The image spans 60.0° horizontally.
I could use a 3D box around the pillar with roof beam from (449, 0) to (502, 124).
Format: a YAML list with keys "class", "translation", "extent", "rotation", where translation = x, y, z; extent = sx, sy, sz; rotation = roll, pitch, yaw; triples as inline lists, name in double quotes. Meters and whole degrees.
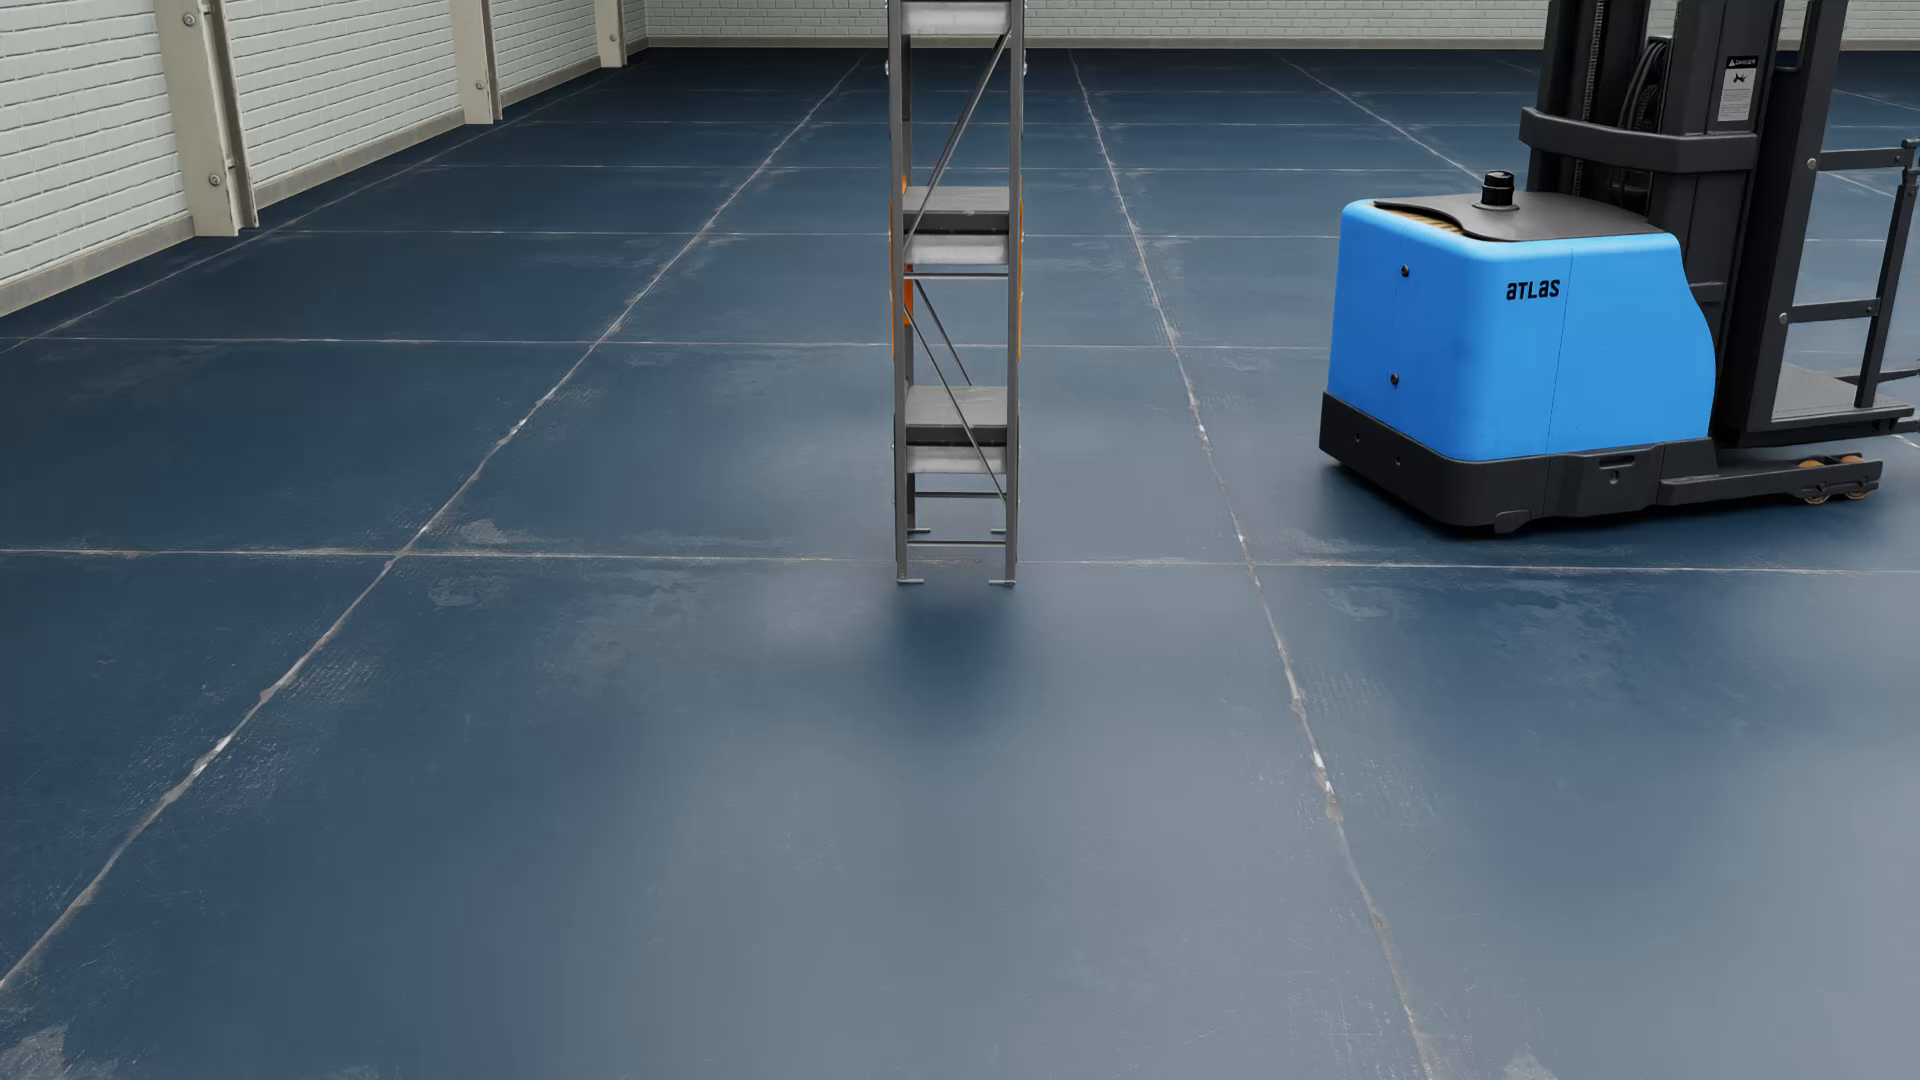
- class: "pillar with roof beam"
  translation: [-0.630, -8.472, 15.423]
  extent: [9.100, 9.000, 0.400]
  rotation: [1, 21, 2]

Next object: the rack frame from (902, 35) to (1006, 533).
- class: "rack frame"
  translation: [0.002, -1.007, 5.722]
  extent: [0.400, 2.100, 0.015]
  rotation: [1, 21, 2]

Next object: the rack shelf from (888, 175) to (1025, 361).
- class: "rack shelf"
  translation: [-0.005, -0.906, 5.500]
  extent: [0.431, 0.518, 0.480]
  rotation: [1, 21, 2]

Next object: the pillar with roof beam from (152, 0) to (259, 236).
- class: "pillar with roof beam"
  translation: [-0.812, -6.302, 9.832]
  extent: [9.100, 9.000, 0.400]
  rotation: [1, 21, 2]

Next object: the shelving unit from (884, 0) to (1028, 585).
- class: "shelving unit"
  translation: [-0.005, -0.919, 5.495]
  extent: [0.431, 2.100, 0.503]
  rotation: [1, 21, 2]

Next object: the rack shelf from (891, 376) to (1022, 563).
- class: "rack shelf"
  translation: [-0.005, -0.254, 5.753]
  extent: [0.431, 0.518, 0.480]
  rotation: [1, 21, 2]

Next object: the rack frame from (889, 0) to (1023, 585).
- class: "rack frame"
  translation: [-0.012, -0.831, 5.267]
  extent: [0.400, 2.100, 0.015]
  rotation: [1, 21, 2]

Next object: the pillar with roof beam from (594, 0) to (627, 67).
- class: "pillar with roof beam"
  translation: [-0.447, -10.641, 21.014]
  extent: [9.100, 9.000, 0.400]
  rotation: [1, 21, 2]

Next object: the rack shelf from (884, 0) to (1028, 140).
- class: "rack shelf"
  translation: [-0.005, -1.559, 5.247]
  extent: [0.431, 0.518, 0.480]
  rotation: [1, 21, 2]

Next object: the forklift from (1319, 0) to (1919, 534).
- class: "forklift"
  translation: [3.044, -1.679, 6.304]
  extent: [3.031, 2.935, 1.130]
  rotation: [-6, 22, -16]
